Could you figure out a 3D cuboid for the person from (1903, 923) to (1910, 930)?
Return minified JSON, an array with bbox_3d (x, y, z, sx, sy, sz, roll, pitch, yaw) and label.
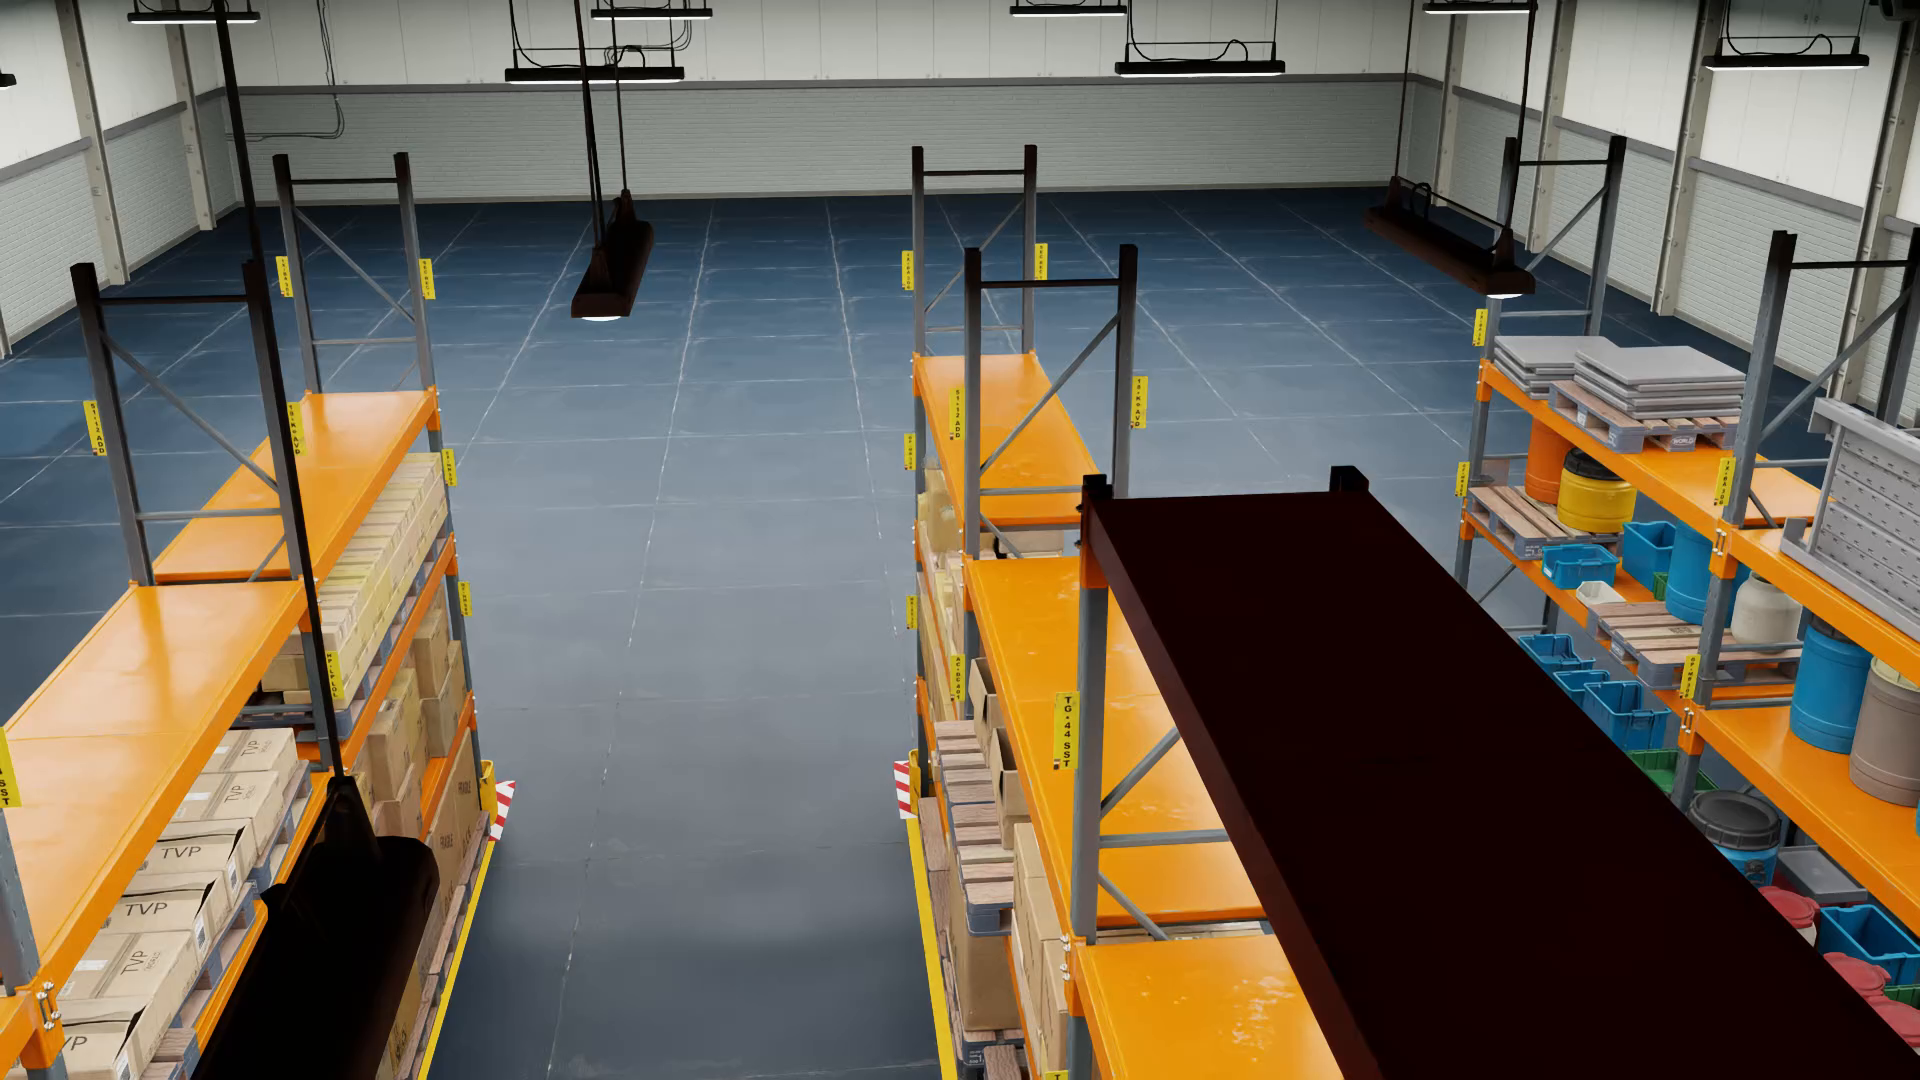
[{"bbox_3d":[7.729,2.329,13.534,0.569,1.594,0.993,-8,23,-20],"label":"person"}]
